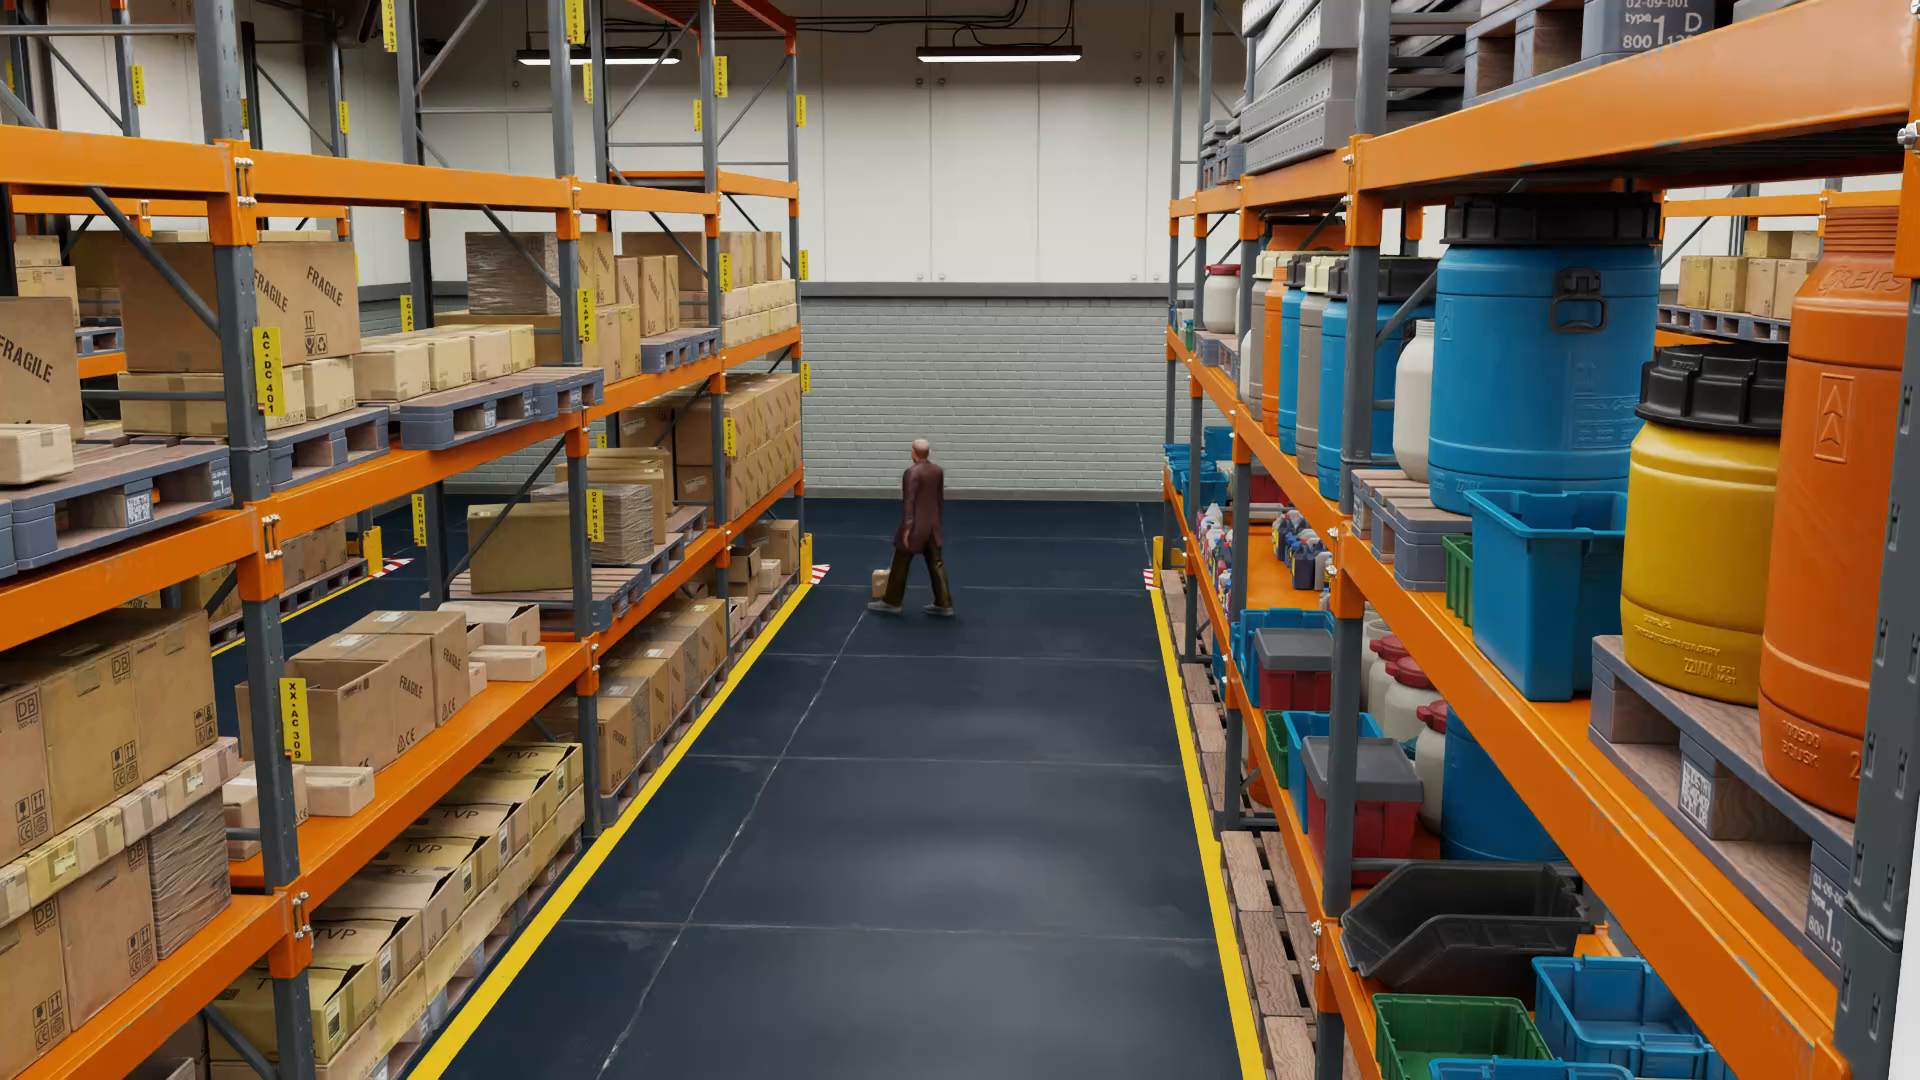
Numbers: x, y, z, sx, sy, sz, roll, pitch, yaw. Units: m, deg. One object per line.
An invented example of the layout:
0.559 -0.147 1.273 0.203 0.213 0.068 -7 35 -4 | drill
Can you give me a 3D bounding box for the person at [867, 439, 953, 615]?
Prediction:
-0.434 -0.140 16.633 0.844 1.752 0.636 9 14 41 | person
